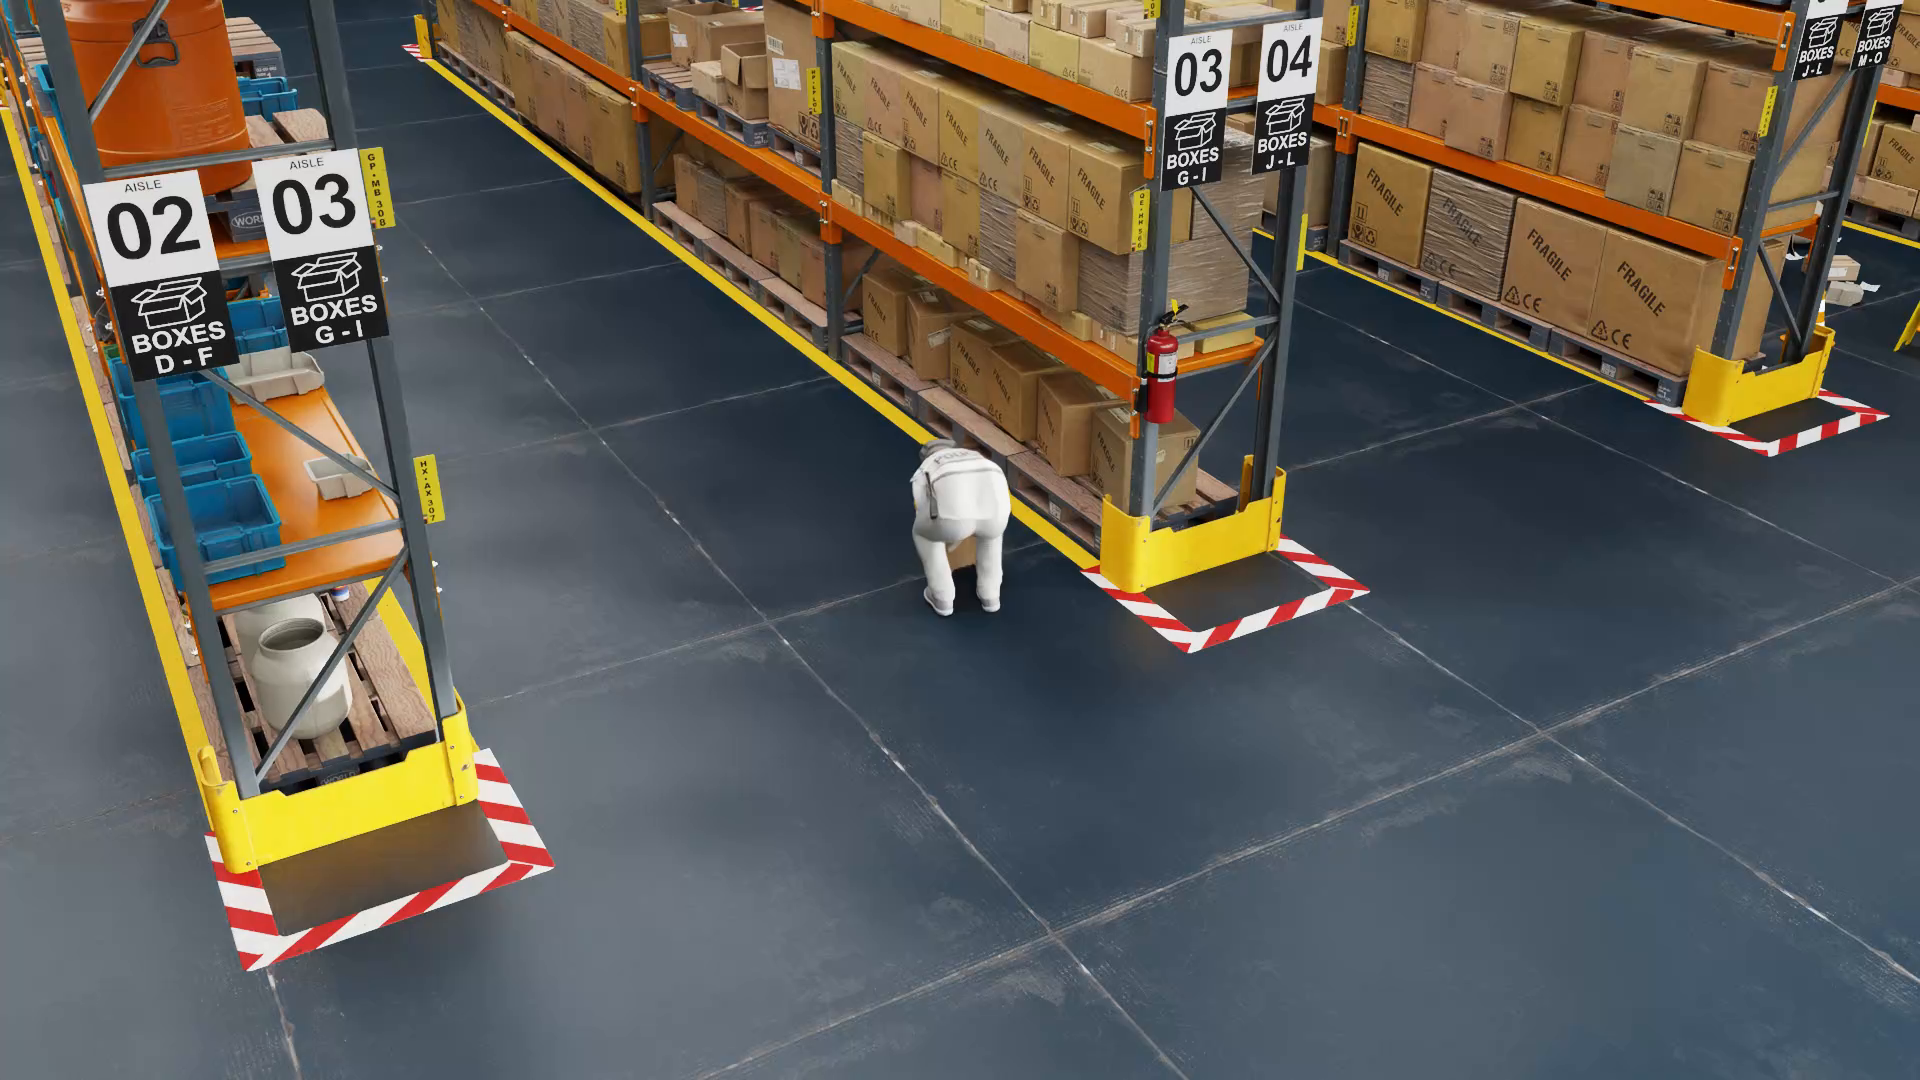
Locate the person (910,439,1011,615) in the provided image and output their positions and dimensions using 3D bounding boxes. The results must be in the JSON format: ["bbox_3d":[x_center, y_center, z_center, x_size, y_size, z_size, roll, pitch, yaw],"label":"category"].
[{"bbox_3d":[-0.017,-0.126,9.651,0.544,0.928,1.023,-6,29,-11],"label":"person"}]
